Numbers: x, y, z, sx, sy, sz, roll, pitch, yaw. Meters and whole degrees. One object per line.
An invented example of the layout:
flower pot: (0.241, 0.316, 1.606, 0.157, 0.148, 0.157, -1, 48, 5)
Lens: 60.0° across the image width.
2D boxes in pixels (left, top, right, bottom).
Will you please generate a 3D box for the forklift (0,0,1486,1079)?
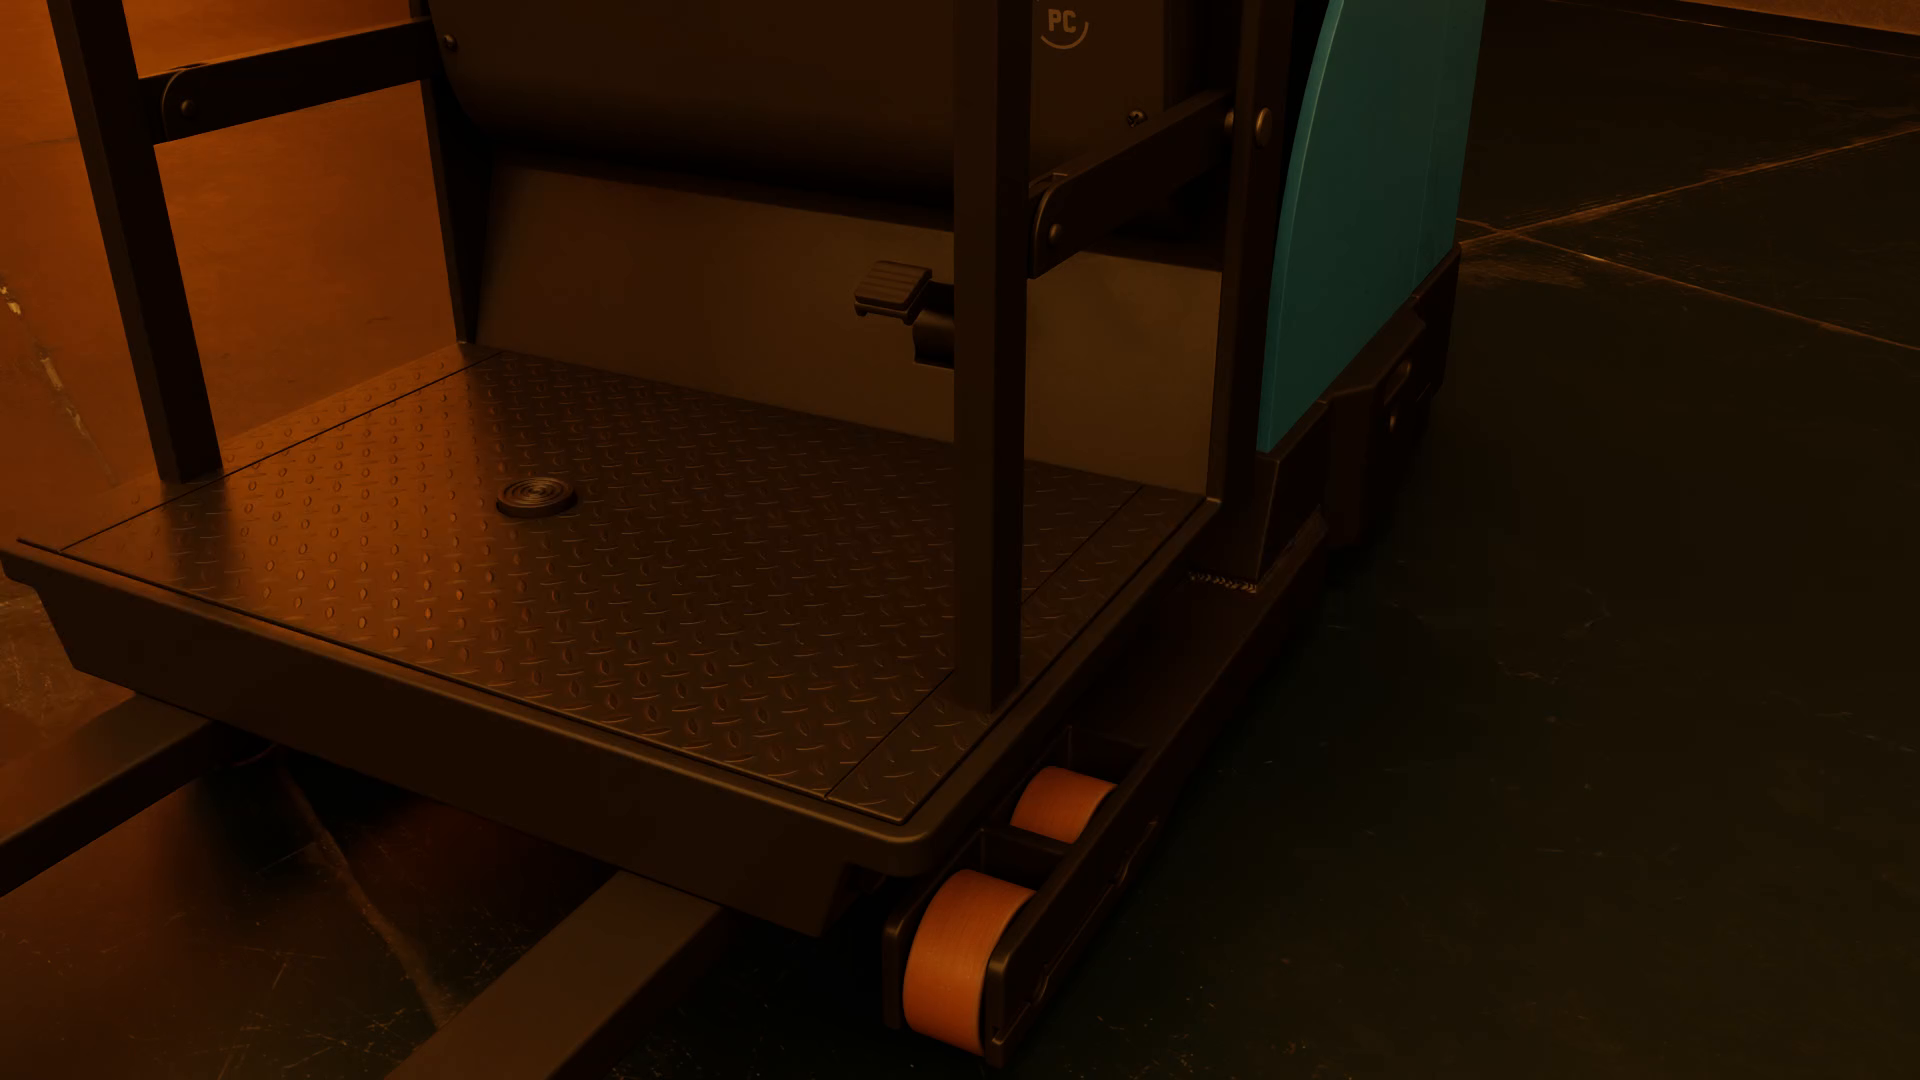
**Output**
forklift: (-0.291, -1.063, 1.350, 1.130, 2.935, 3.031, 13, 30, 25)
